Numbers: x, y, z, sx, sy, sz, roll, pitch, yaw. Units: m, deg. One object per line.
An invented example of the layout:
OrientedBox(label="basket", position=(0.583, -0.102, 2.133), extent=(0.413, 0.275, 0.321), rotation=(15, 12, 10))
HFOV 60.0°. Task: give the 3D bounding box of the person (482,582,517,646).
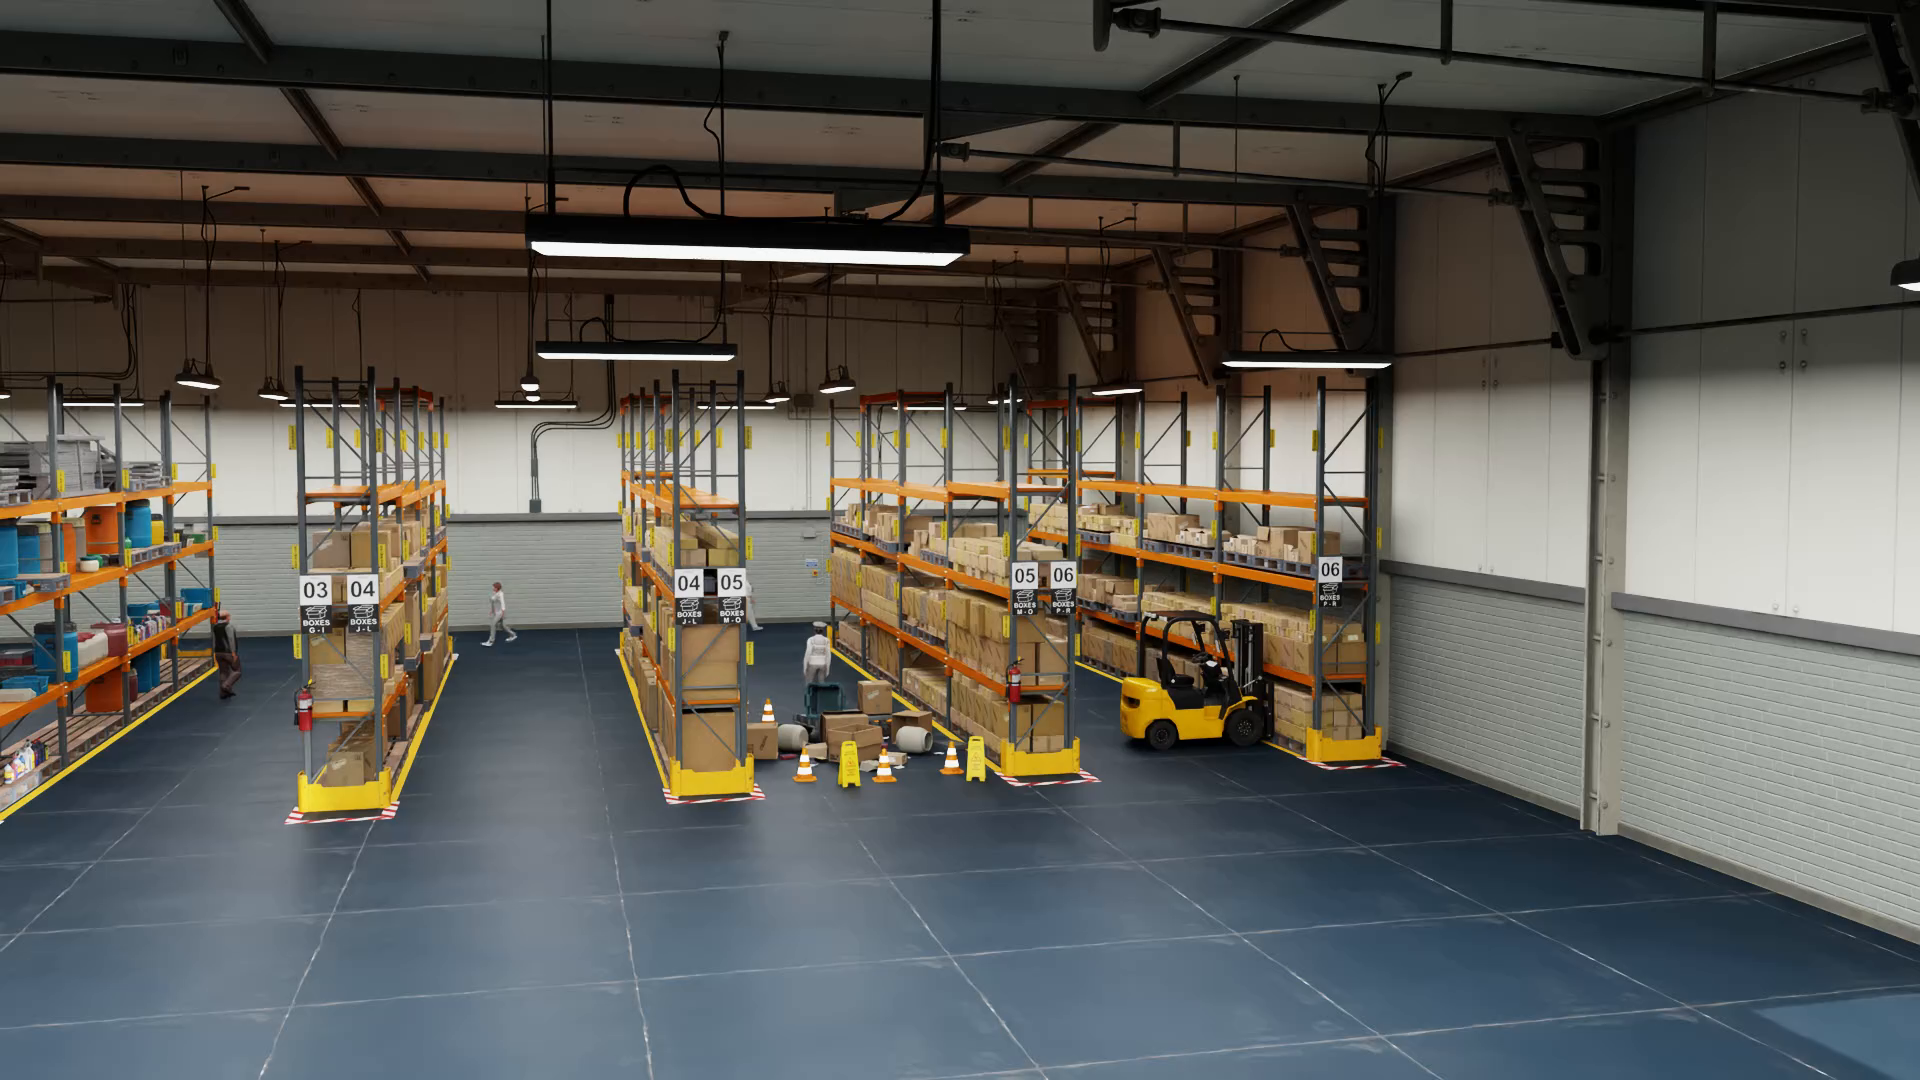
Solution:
OrientedBox(label="person", position=(-11.271, 1.793, 40.681), extent=(0.923, 1.560, 0.431), rotation=(-3, 4, -40))

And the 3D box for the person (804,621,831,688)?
OrientedBox(label="person", position=(-2.608, 2.341, 30.466), extent=(0.517, 1.672, 0.434), rotation=(-1, 4, -14))

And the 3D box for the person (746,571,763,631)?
OrientedBox(label="person", position=(-5.689, 1.578, 43.747), extent=(1.032, 1.616, 0.467), rotation=(0, 3, -5))

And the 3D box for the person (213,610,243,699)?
OrientedBox(label="person", position=(-14.252, 2.219, 32.206), extent=(0.566, 1.716, 0.490), rotation=(1, 4, 19))
